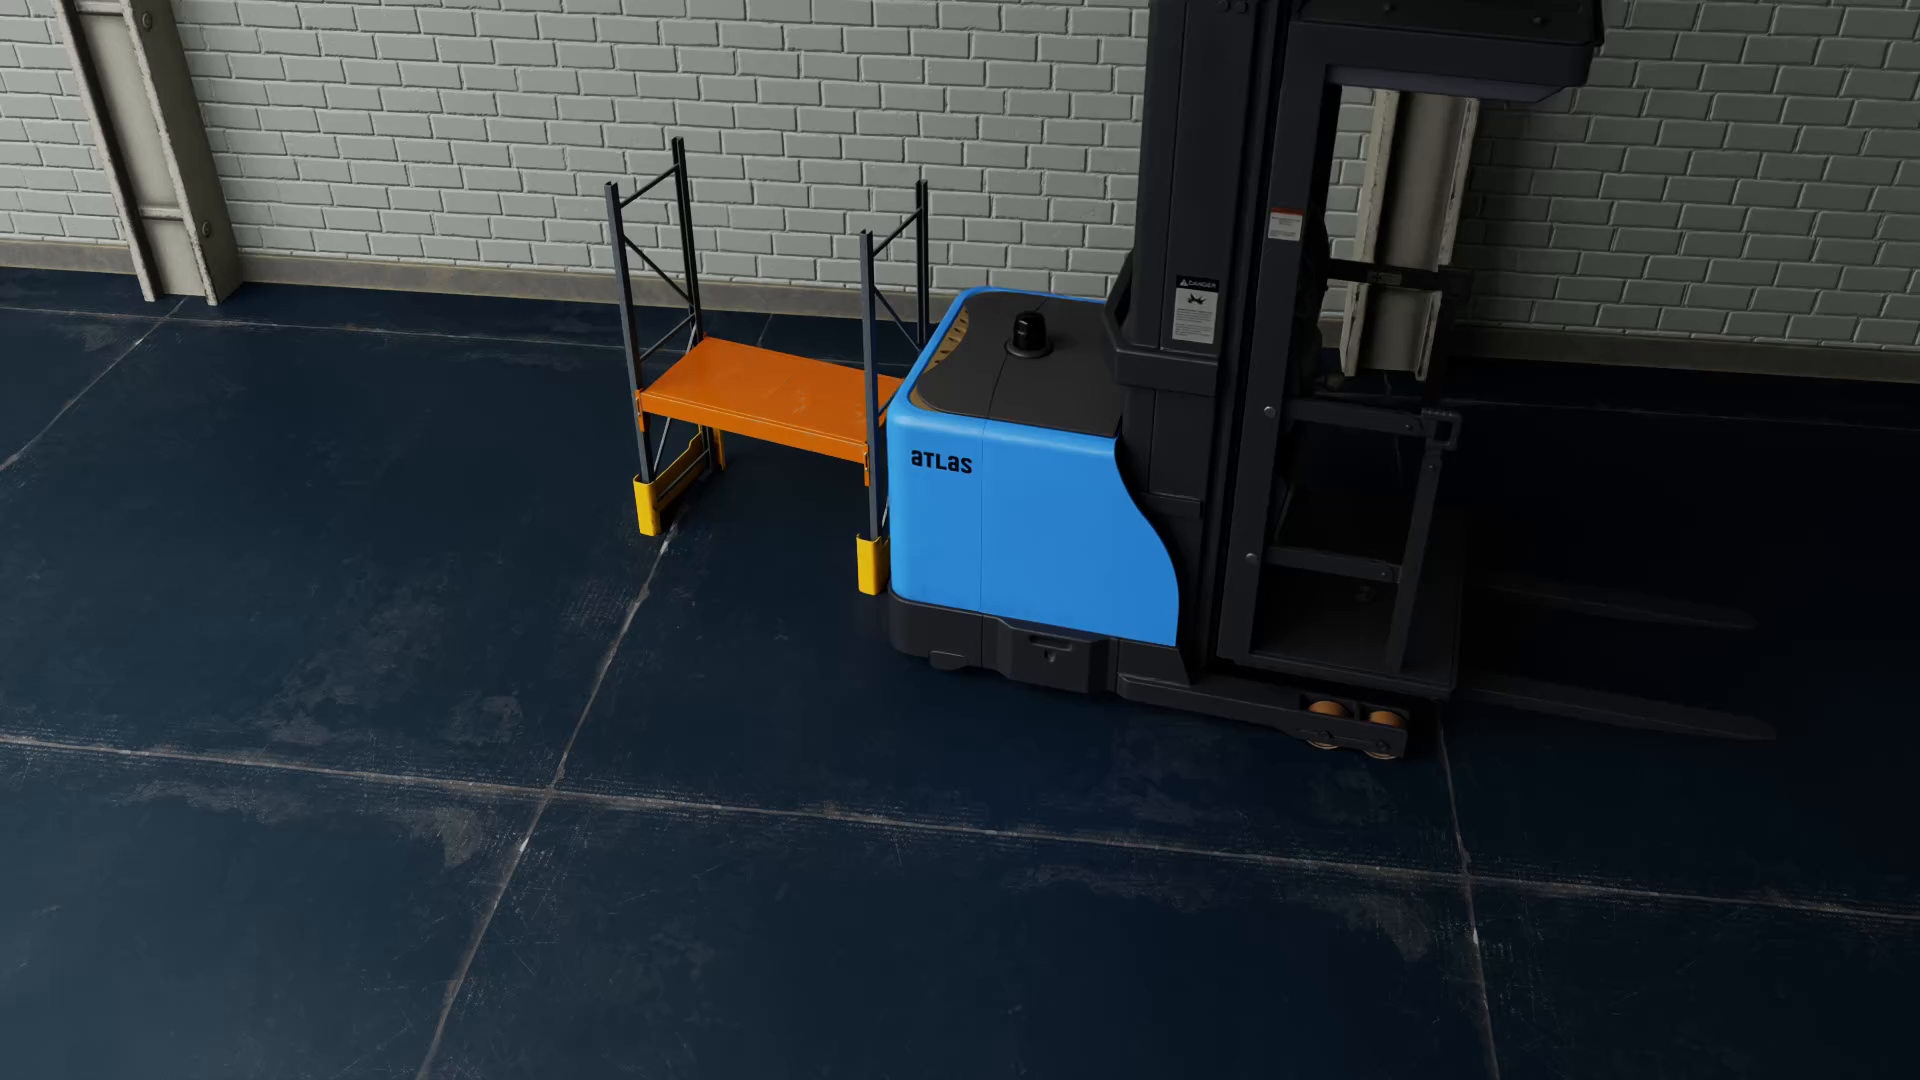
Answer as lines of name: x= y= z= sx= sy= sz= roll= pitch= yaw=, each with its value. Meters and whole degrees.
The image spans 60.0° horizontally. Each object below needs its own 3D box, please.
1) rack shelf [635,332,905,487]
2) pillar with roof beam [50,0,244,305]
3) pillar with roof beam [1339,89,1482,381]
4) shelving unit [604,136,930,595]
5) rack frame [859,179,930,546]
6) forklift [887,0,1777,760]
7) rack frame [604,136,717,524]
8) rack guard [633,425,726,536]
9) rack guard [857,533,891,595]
rack shelf: x=-0.695 y=-0.525 z=6.505 sx=1.000 sy=0.185 sz=0.538 roll=14 pitch=38 yaw=19
pillar with roof beam: x=-4.479 y=-2.473 z=2.468 sx=0.400 sy=9.000 sz=9.100 roll=4 pitch=36 yaw=6
pillar with roof beam: x=1.472 y=-2.029 z=1.846 sx=0.400 sy=9.000 sz=9.100 roll=4 pitch=36 yaw=6
shelving unit: x=-0.704 y=-0.674 z=6.403 sx=1.083 sy=1.500 sz=0.587 roll=14 pitch=38 yaw=19
rack frame: x=-0.229 y=-0.555 z=6.236 sx=0.032 sy=1.500 sz=0.500 roll=14 pitch=38 yaw=19
forklift: x=1.315 y=-0.786 z=5.328 sx=3.031 sy=2.935 sz=1.130 roll=9 pitch=37 yaw=13
rack frame: x=-1.162 y=-0.789 z=6.564 sx=0.032 sy=1.500 sz=0.500 roll=14 pitch=38 yaw=19
rack guard: x=-1.161 y=-0.280 z=6.927 sx=0.087 sy=0.250 sz=0.587 roll=14 pitch=38 yaw=19
rack guard: x=-0.246 y=-0.050 z=6.606 sx=0.087 sy=0.250 sz=0.587 roll=14 pitch=38 yaw=19
